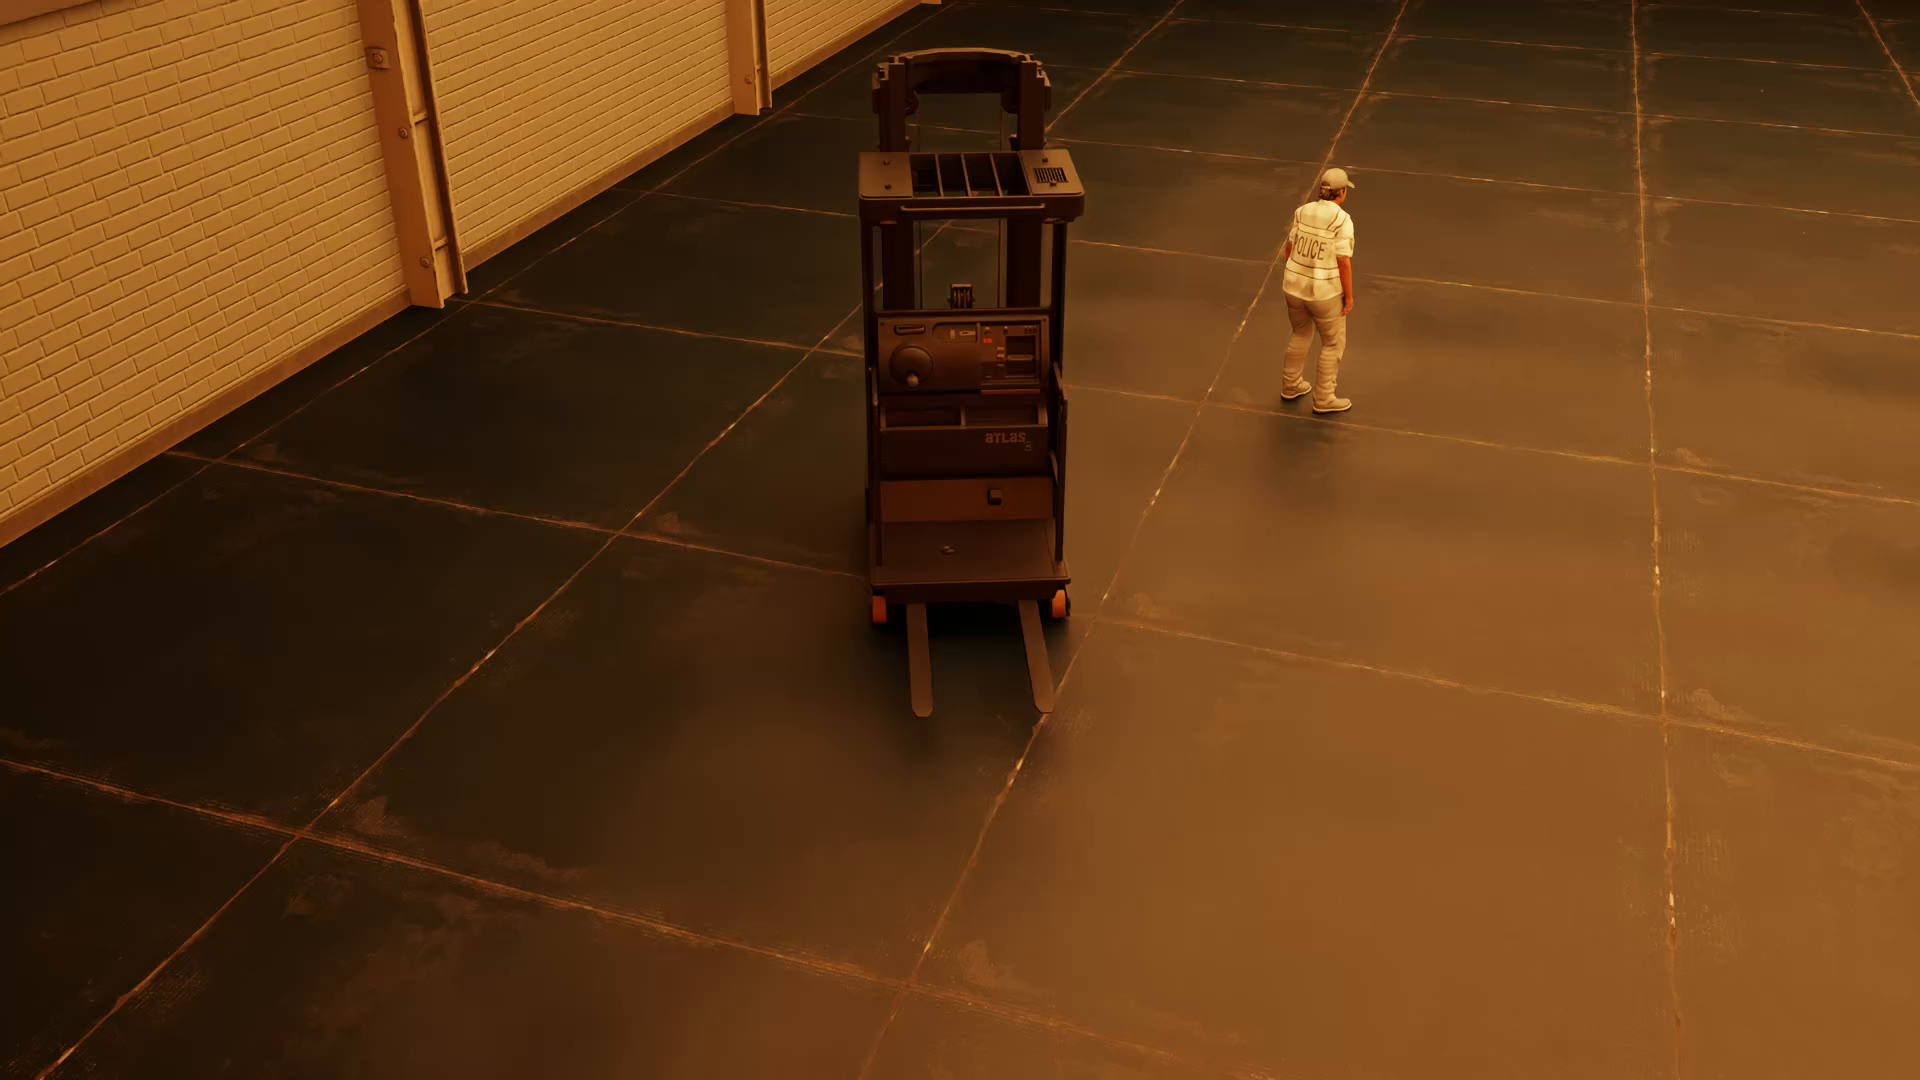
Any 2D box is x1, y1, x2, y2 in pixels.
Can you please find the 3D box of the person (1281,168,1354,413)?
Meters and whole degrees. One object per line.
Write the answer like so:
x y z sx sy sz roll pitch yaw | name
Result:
2.485 -1.716 11.427 0.471 1.665 0.562 -23 37 -35 | person

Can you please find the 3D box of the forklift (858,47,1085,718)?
0.035 -0.972 8.842 1.130 2.935 3.031 -2 30 -3 | forklift
